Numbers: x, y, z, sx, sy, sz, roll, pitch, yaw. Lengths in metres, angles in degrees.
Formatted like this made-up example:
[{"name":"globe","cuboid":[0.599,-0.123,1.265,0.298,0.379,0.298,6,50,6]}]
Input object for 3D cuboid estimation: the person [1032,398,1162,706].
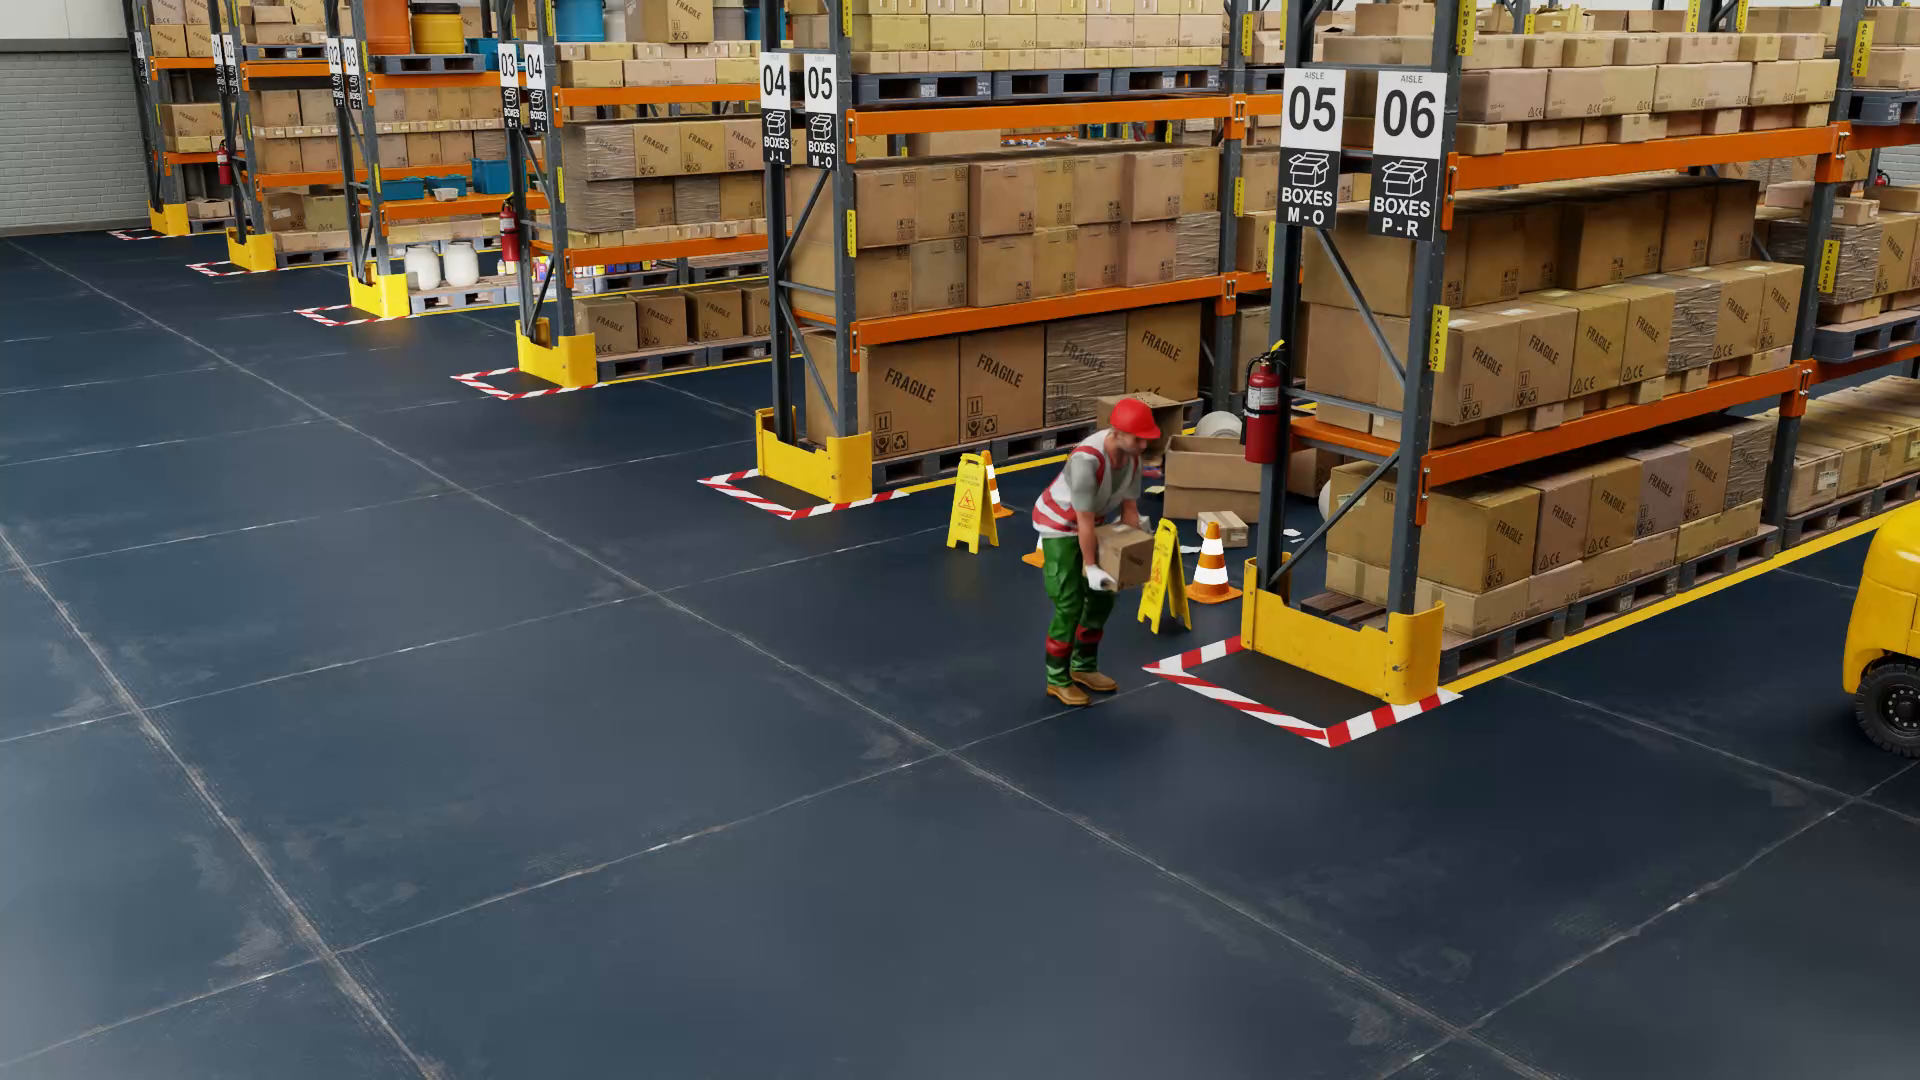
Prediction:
[{"name":"person","cuboid":[0.714,0.048,8.577,0.478,1.655,0.714,-15,23,-40]}]
